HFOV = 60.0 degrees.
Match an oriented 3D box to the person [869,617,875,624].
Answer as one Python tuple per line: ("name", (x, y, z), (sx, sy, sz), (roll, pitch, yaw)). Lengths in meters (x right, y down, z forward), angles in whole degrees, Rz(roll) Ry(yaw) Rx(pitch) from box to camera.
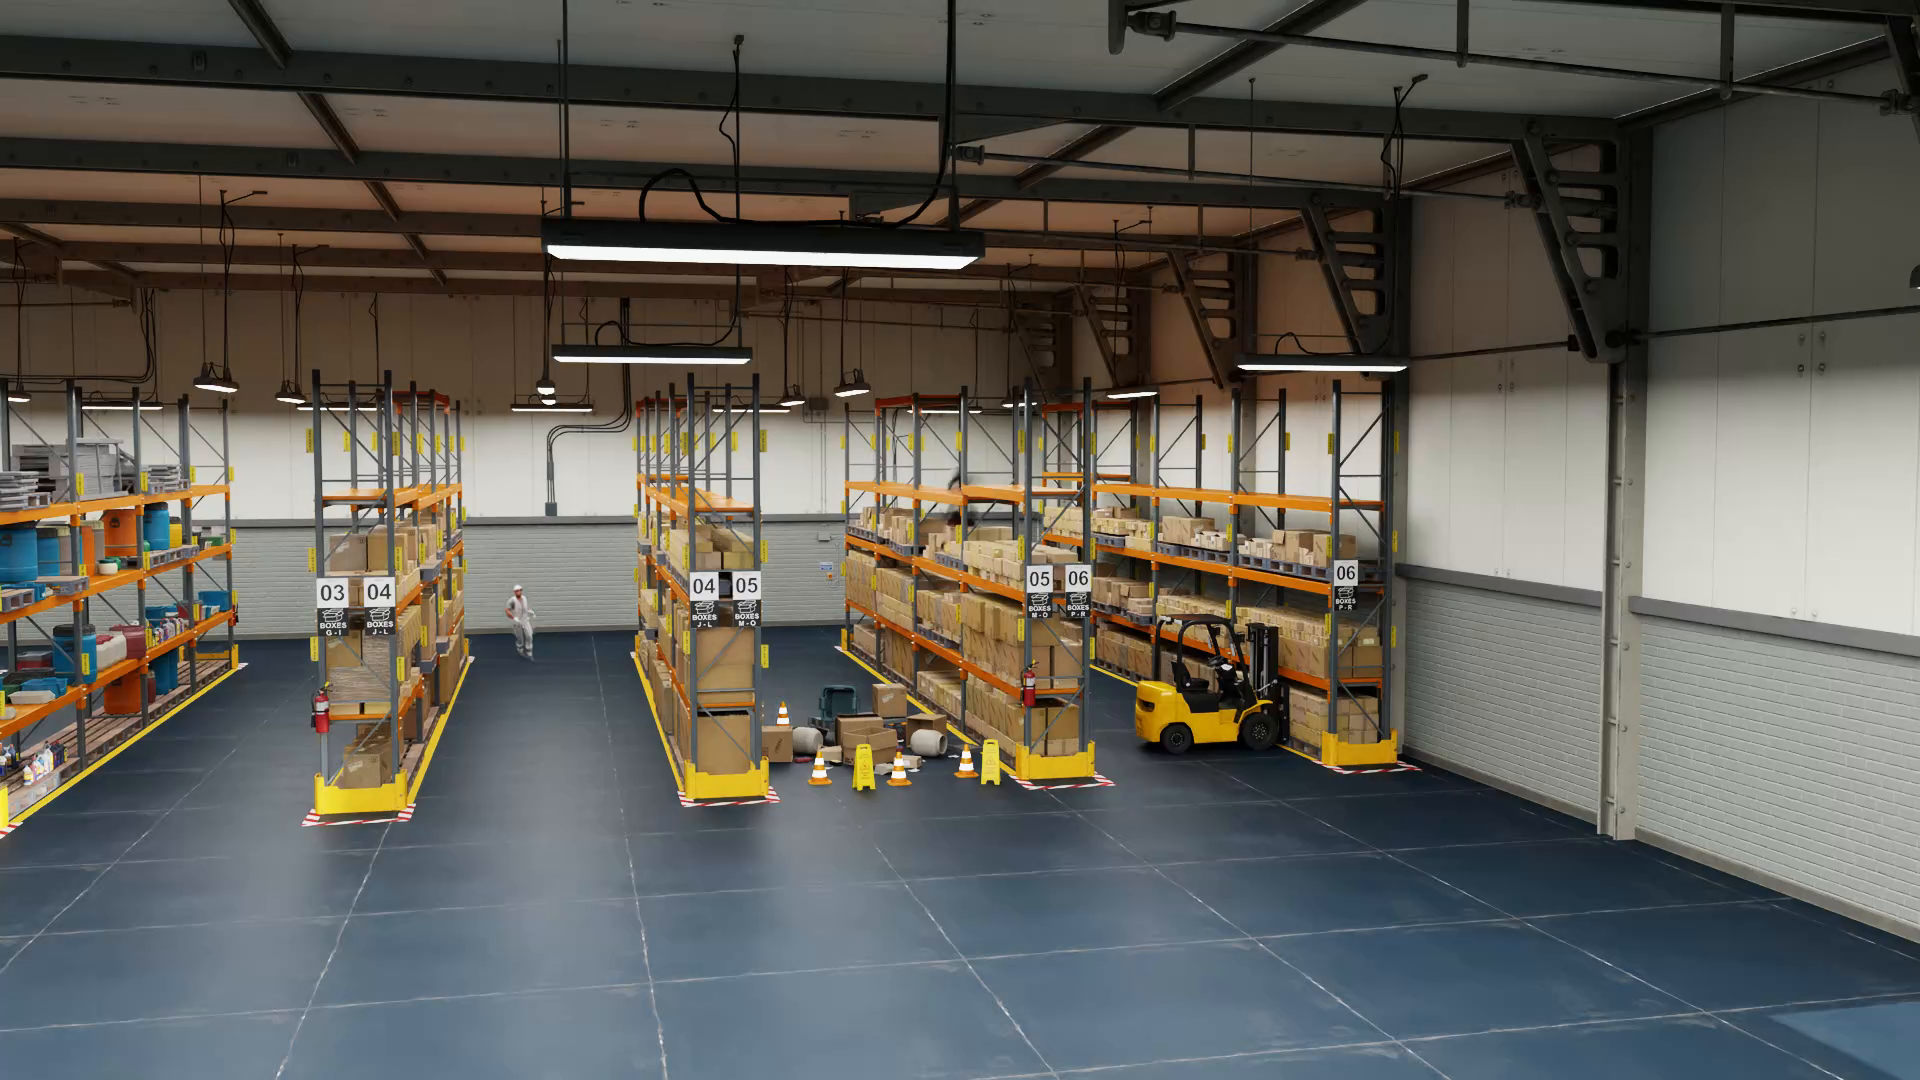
("person", (-2.162, 1.775, 41.916), (0.758, 1.651, 0.694), (2, 4, 26))

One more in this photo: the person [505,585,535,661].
("person", (-10.222, 1.930, 38.508), (0.743, 1.802, 0.869), (-3, 4, -38))
